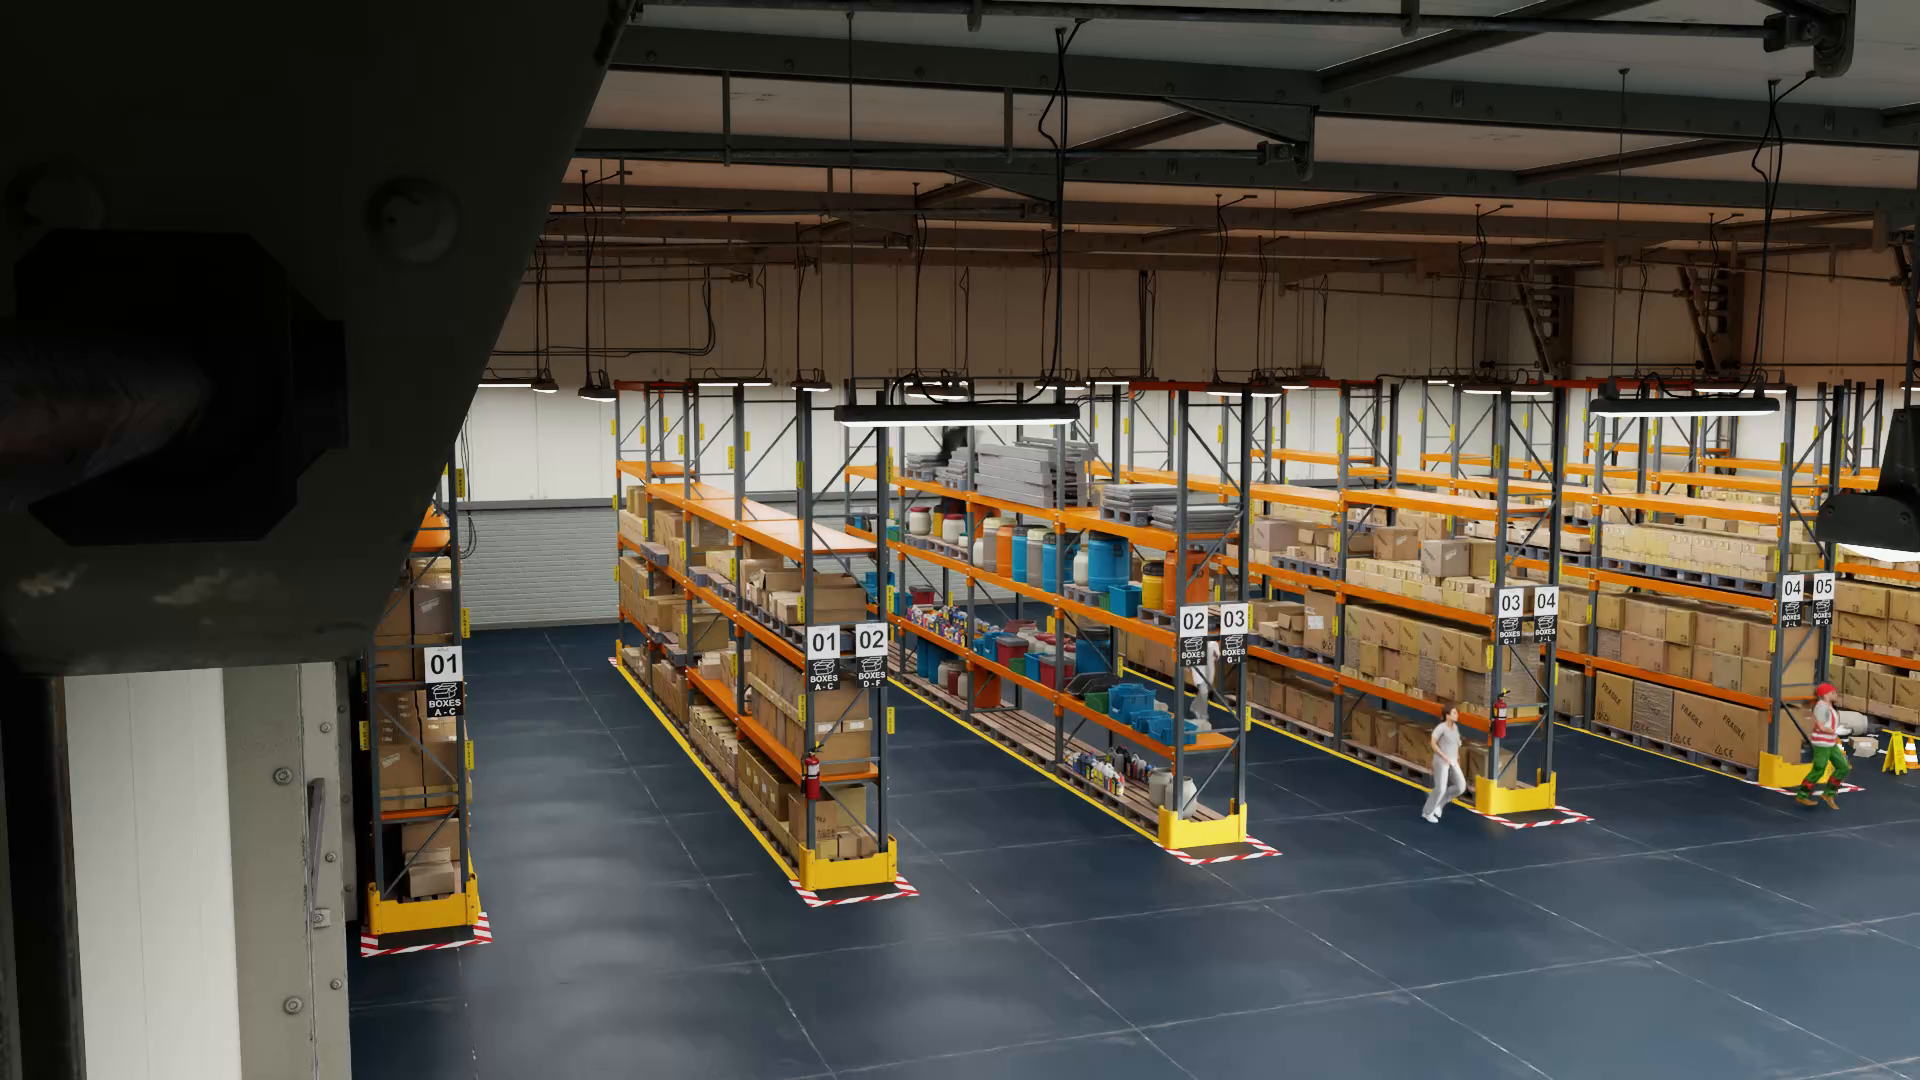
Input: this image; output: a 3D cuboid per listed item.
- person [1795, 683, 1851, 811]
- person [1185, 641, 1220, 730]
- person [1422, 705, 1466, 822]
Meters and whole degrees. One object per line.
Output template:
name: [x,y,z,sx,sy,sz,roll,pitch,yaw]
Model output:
person: [12.342,2.940,23.716,0.658,1.807,0.678,5,8,38]
person: [4.253,2.353,29.193,0.677,1.837,0.903,-3,7,-24]
person: [6.787,3.091,23.086,0.621,1.616,0.537,-4,7,-33]
